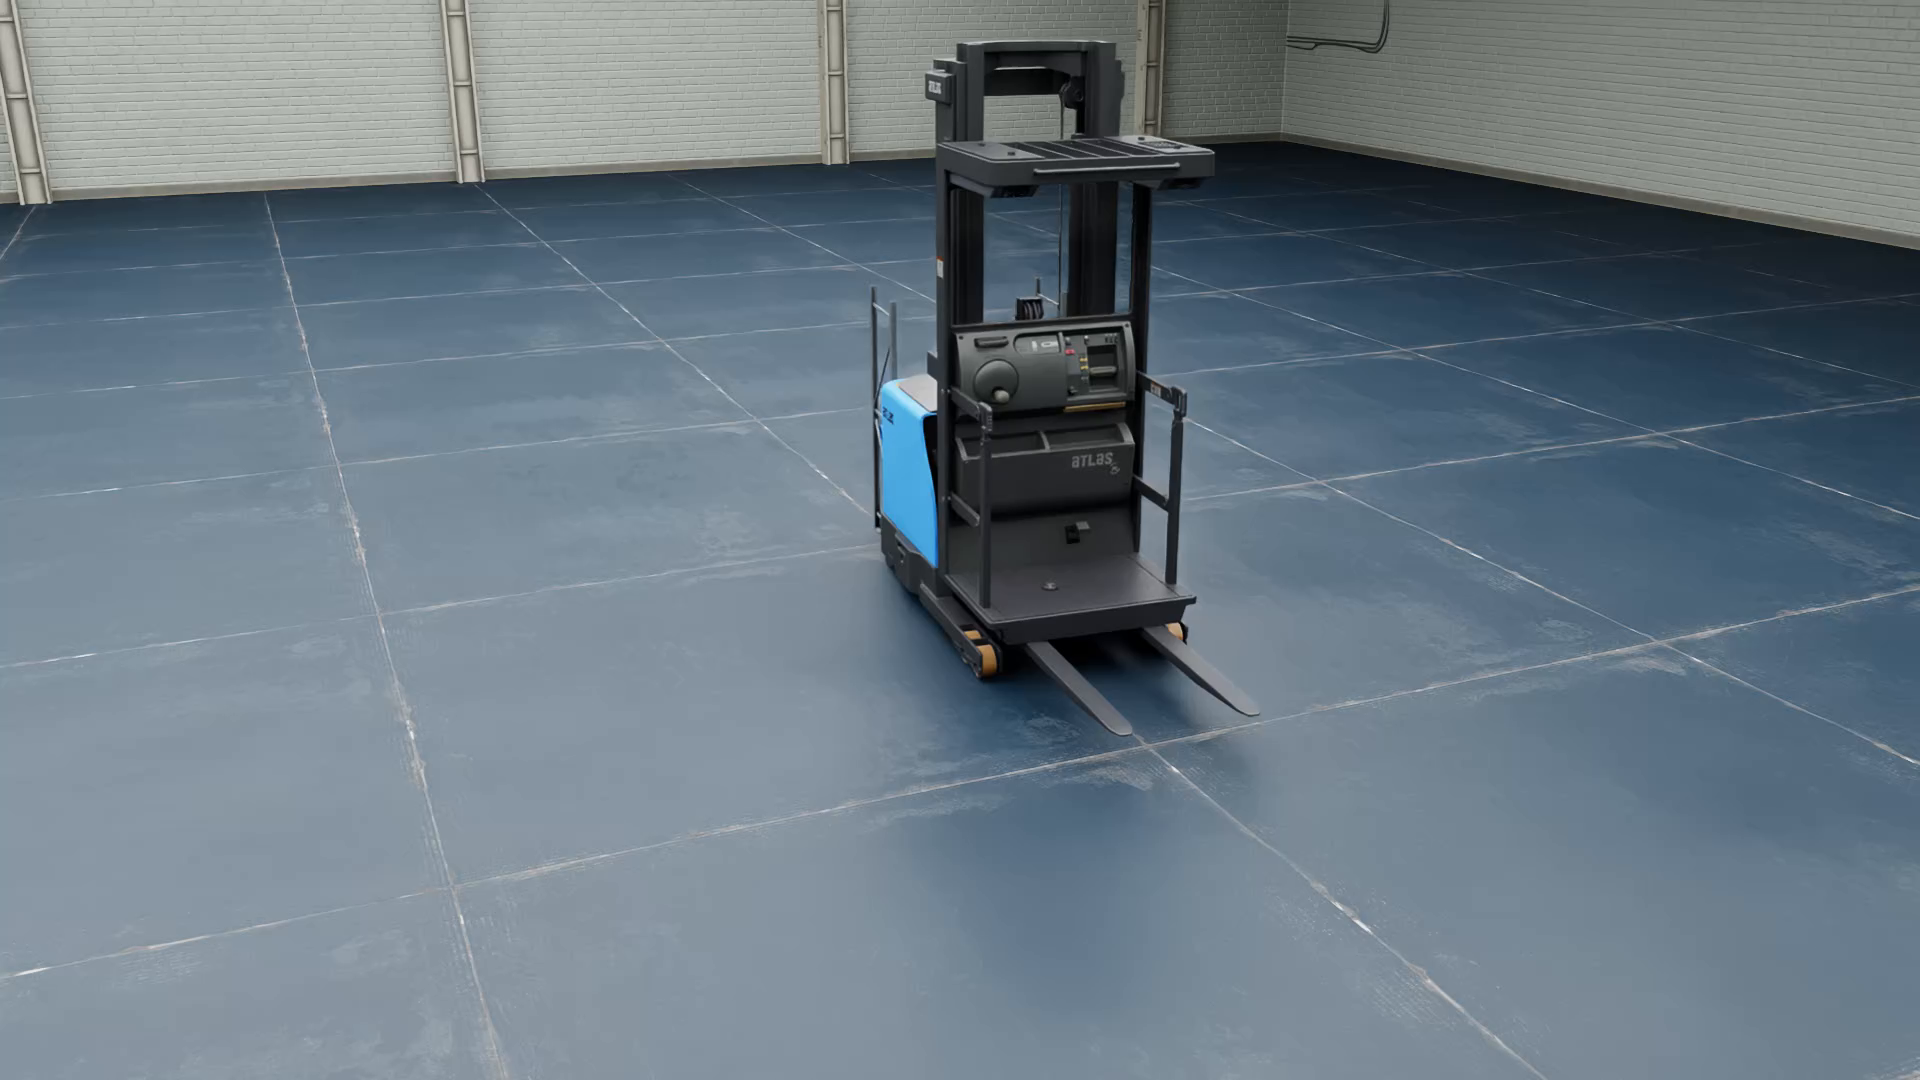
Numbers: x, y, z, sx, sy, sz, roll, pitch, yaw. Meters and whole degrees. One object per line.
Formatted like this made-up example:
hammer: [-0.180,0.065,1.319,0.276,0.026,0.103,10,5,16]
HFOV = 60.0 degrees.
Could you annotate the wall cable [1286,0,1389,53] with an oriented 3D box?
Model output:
wall cable: [6.636,-9.926,29.337,0.112,2.526,3.097,-8,21,-22]

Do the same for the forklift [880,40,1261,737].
forklift: [0.501,-0.858,8.047,1.130,2.935,3.031,-6,20,-18]

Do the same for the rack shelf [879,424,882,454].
rack shelf: [0.044,-0.582,9.959,1.000,0.185,0.538,-6,20,-16]

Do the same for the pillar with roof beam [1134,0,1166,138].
pillar with roof beam: [5.112,-10.093,25.138,0.400,9.000,9.100,-8,21,-22]

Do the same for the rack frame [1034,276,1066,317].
rack frame: [0.531,-0.800,10.037,0.032,1.500,0.500,-6,20,-16]

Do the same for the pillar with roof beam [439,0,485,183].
pillar with roof beam: [-5.906,-8.514,20.654,0.400,9.000,9.100,-8,21,-22]

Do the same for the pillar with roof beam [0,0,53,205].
pillar with roof beam: [-11.416,-7.725,18.413,0.400,9.000,9.100,-8,21,-22]

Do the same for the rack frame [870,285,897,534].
rack frame: [-0.443,-0.703,9.760,0.032,1.500,0.500,-6,20,-16]

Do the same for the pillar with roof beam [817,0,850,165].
pillar with roof beam: [-0.397,-9.304,22.896,0.400,9.000,9.100,-8,21,-22]

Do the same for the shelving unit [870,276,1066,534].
shelving unit: [0.044,-0.752,9.899,1.048,1.500,0.538,-6,20,-16]
